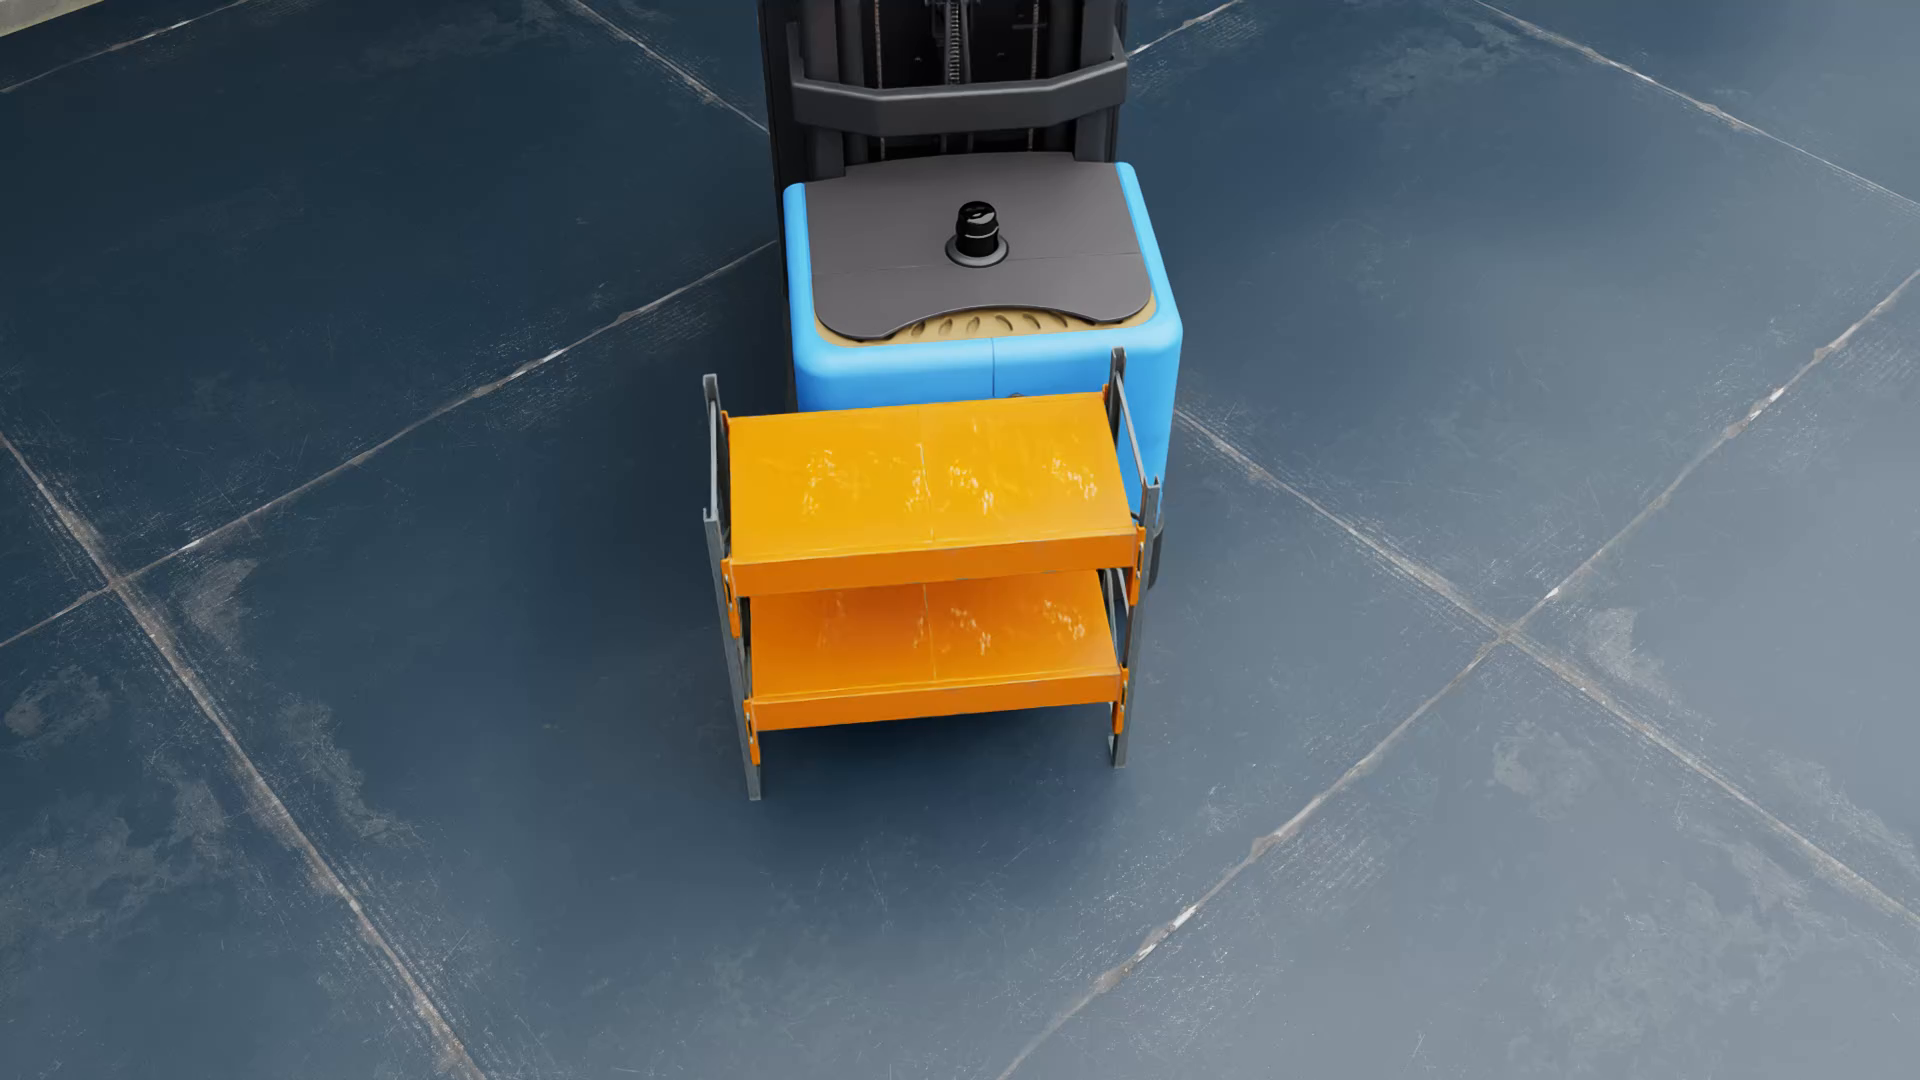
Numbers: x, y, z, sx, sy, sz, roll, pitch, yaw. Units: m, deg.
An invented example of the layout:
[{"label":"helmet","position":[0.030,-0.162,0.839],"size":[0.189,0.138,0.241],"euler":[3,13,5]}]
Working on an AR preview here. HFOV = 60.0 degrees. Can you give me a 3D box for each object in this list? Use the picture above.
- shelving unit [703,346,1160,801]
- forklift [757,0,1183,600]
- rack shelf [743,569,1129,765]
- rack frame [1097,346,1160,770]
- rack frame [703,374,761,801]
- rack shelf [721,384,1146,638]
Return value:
[{"label":"shelving unit","position":[-0.084,0.117,4.377],"size":[1.048,1.125,0.538],"euler":[-4,47,-4]},{"label":"forklift","position":[-0.077,-1.842,4.955],"size":[1.130,2.935,3.031],"euler":[-5,47,-4]},{"label":"rack shelf","position":[-0.084,0.282,4.557],"size":[1.000,0.278,0.538],"euler":[-4,47,-4]},{"label":"rack frame","position":[0.421,0.078,4.413],"size":[0.032,1.125,0.500],"euler":[-4,47,-4]},{"label":"rack frame","position":[-0.590,0.156,4.341],"size":[0.032,1.125,0.500],"euler":[-4,47,-4]},{"label":"rack shelf","position":[-0.084,-0.082,4.162],"size":[1.000,0.278,0.538],"euler":[-4,47,-4]}]
